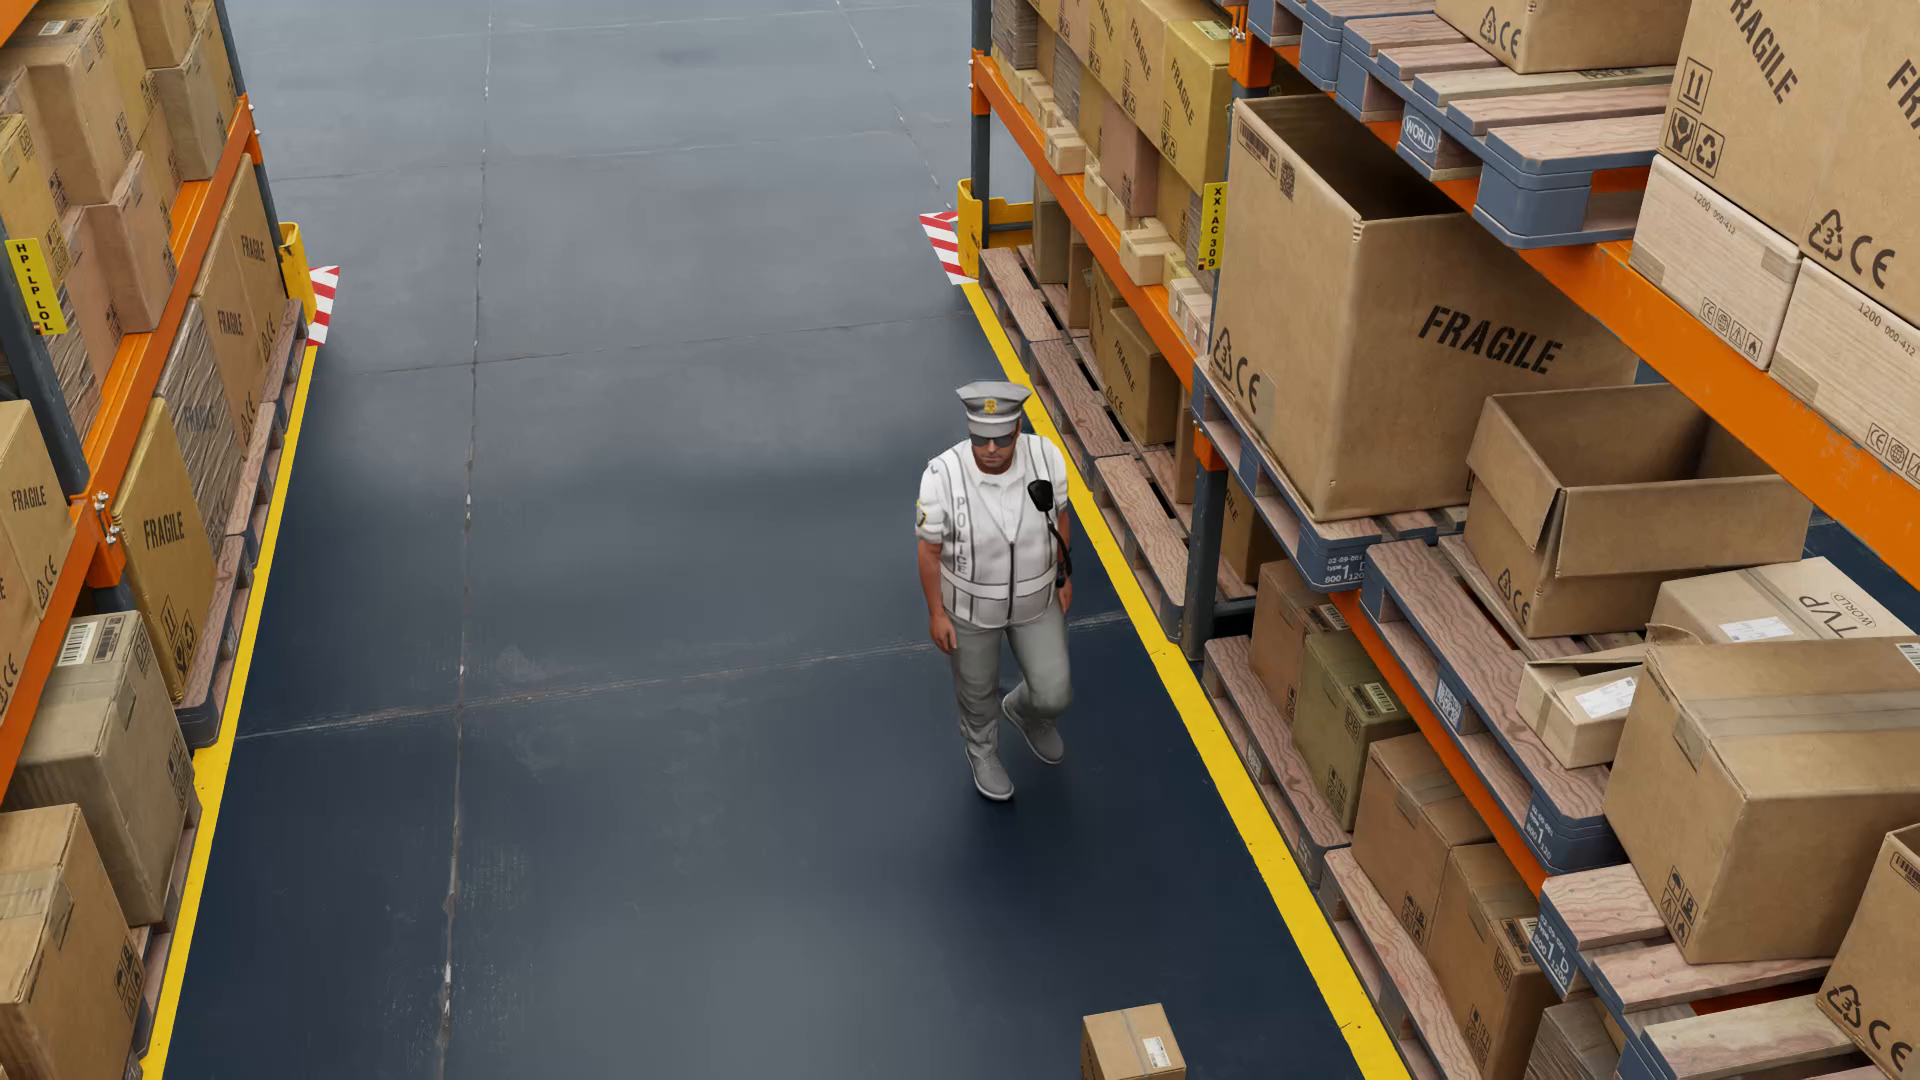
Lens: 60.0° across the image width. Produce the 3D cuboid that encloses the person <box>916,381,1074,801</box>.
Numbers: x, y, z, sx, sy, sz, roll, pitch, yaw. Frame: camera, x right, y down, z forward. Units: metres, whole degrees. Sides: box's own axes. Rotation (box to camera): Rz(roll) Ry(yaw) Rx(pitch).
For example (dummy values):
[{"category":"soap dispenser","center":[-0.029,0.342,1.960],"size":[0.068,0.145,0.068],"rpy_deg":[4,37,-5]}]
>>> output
[{"category":"person","center":[0.135,0.186,5.813],"size":[0.579,1.758,0.474],"rpy_deg":[-7,35,-10]}]
